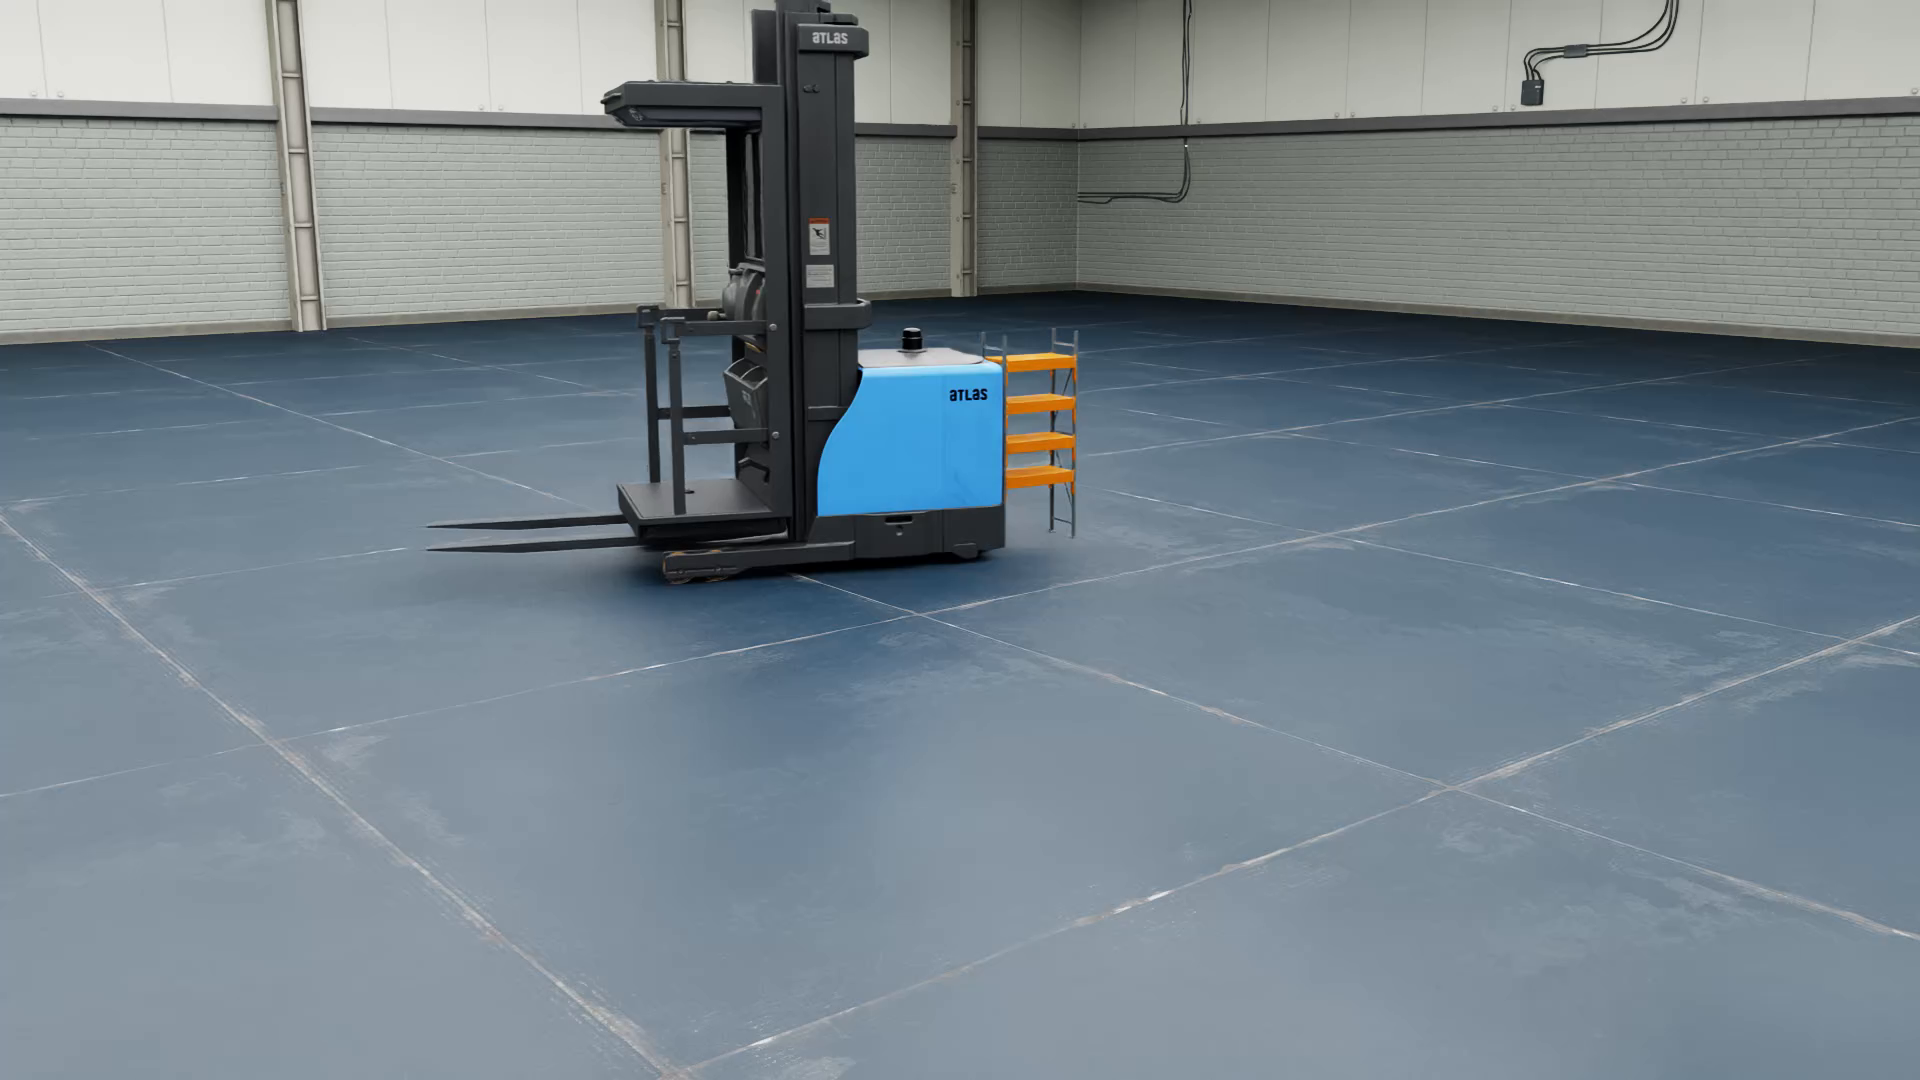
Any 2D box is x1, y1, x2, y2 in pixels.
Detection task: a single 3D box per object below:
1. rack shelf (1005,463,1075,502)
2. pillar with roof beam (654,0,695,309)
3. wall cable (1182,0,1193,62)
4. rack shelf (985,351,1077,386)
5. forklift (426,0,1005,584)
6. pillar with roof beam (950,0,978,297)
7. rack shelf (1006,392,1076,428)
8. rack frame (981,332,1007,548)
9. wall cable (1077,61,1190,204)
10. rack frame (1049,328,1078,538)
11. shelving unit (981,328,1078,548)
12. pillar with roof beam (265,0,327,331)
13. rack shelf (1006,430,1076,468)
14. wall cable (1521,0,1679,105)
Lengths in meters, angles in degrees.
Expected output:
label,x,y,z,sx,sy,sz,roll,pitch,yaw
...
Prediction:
label,x,y,z,sx,sy,sz,roll,pitch,yaw
rack shelf,0.395,-0.332,9.586,0.480,0.148,0.258,-7,14,-31
pillar with roof beam,-1.923,-7.485,23.215,0.400,9.000,9.100,-9,15,-38
wall cable,4.889,-9.643,28.691,0.112,2.526,3.097,-9,15,-38
rack shelf,0.395,-0.977,9.449,0.480,0.148,0.258,-7,14,-31
forklift,-1.331,-1.329,8.830,3.031,2.935,1.130,-4,13,-17
pillar with roof beam,2.762,-8.264,26.881,0.400,9.000,9.100,-9,15,-38
rack shelf,0.395,-0.746,9.498,0.480,0.148,0.258,-7,14,-31
rack frame,0.189,-0.565,9.403,0.015,1.200,0.240,-7,14,-31
wall cable,3.199,-7.611,31.282,0.112,2.526,3.097,-9,15,-38
rack frame,0.602,-0.620,9.658,0.015,1.200,0.240,-7,14,-31
shelving unit,0.395,-0.593,9.530,0.503,1.200,0.258,-7,14,-31
pillar with roof beam,-6.608,-6.707,19.548,0.400,9.000,9.100,-9,15,-38
rack shelf,0.395,-0.527,9.544,0.480,0.148,0.258,-7,14,-31
wall cable,9.117,-9.252,23.346,0.169,6.003,2.305,-9,15,-38
